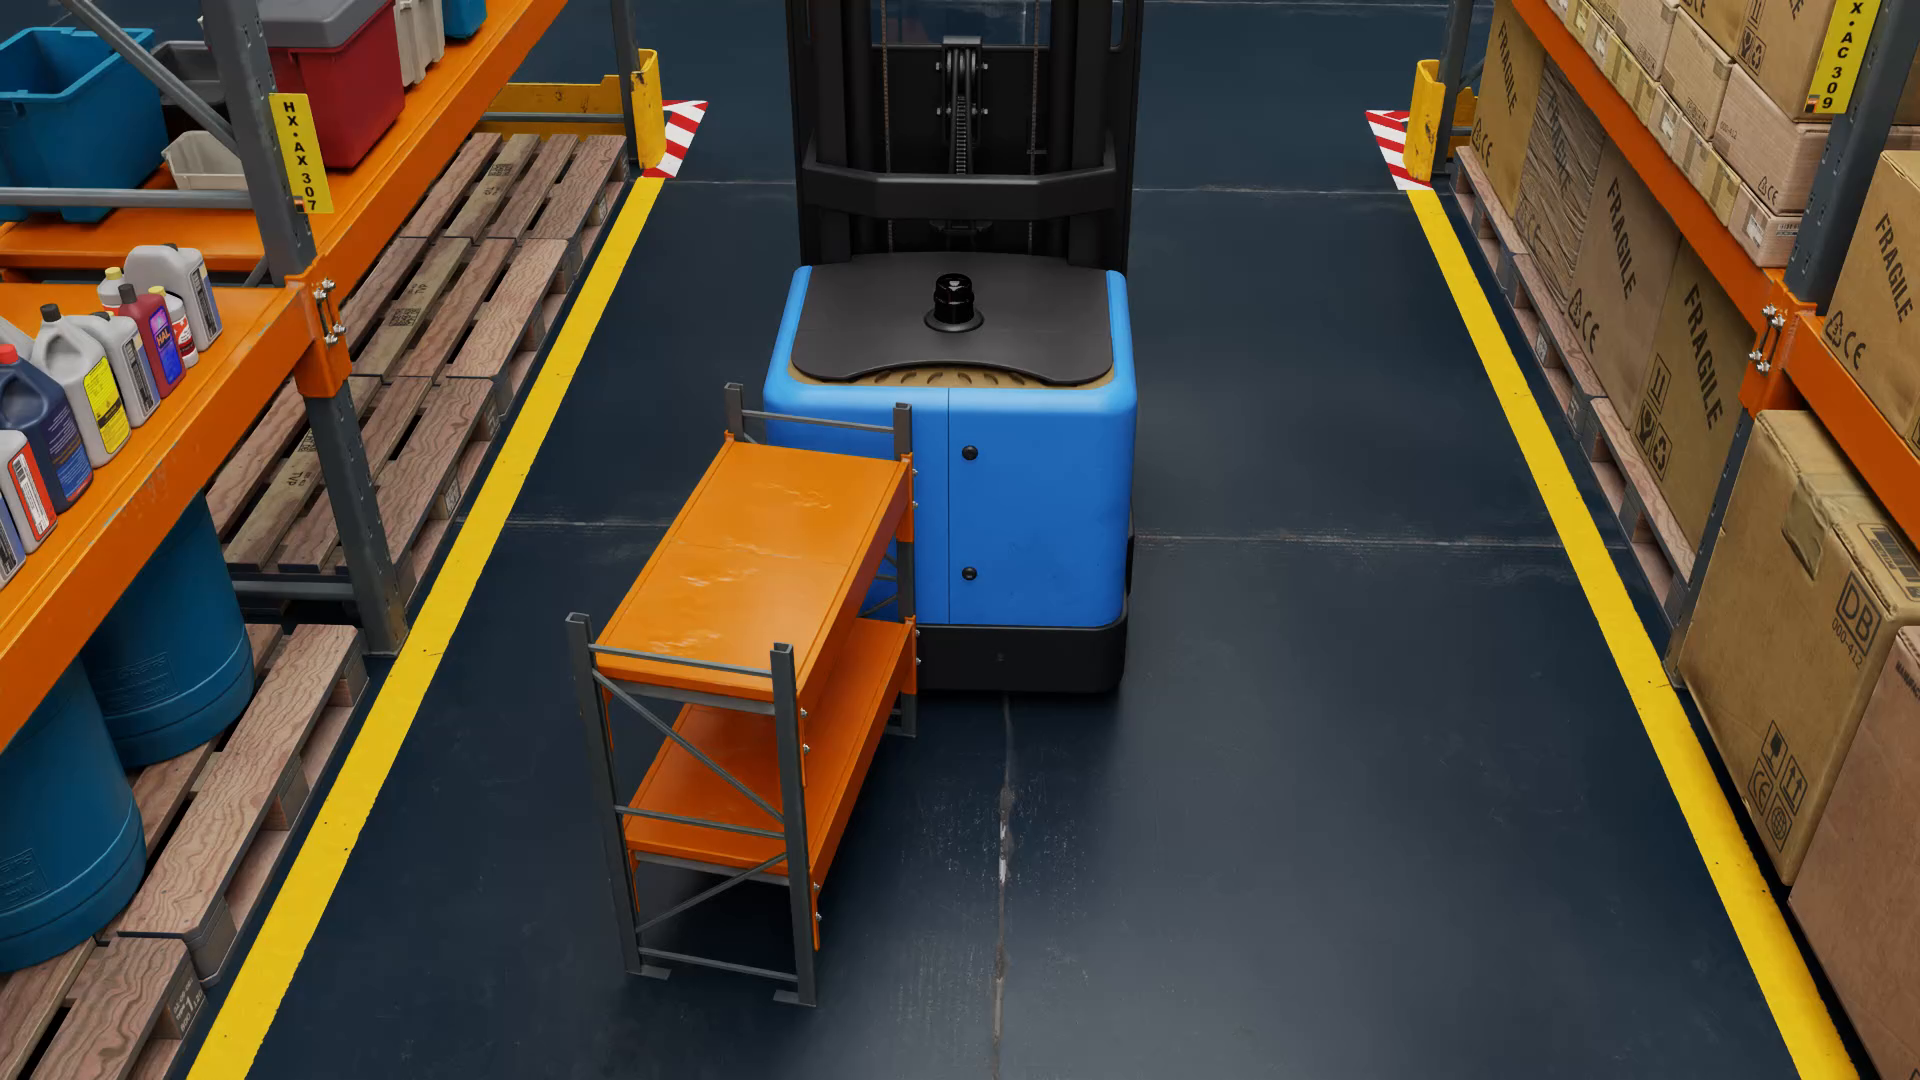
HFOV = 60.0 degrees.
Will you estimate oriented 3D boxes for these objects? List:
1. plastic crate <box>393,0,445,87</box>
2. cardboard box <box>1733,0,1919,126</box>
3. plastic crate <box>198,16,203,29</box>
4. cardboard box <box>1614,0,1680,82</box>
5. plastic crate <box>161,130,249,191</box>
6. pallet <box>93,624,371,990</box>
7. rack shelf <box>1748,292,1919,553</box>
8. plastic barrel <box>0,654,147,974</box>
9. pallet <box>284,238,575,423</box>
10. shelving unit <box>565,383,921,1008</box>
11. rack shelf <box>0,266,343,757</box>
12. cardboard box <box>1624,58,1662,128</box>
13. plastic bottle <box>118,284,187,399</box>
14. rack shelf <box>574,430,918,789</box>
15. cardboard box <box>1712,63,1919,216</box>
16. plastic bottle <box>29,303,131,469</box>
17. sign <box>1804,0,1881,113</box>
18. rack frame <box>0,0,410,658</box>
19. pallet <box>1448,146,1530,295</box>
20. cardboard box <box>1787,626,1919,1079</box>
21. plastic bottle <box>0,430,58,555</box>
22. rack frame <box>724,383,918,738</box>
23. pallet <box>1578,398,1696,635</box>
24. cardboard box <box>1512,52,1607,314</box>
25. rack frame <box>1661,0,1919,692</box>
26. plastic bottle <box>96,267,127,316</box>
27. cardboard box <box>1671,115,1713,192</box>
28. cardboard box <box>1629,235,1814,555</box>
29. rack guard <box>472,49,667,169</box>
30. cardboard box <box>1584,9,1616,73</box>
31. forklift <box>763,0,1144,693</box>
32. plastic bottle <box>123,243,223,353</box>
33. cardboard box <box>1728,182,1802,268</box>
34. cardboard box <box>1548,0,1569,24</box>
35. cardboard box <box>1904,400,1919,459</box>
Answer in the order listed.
[{"bbox_3d":[-2.017,-1.752,5.686,0.437,0.282,0.530,1,35,2],"label":"plastic crate"},{"bbox_3d":[2.438,-1.426,4.390,0.500,0.500,0.500,2,35,3],"label":"cardboard box"},{"bbox_3d":[-2.493,-1.827,5.919,0.293,0.136,0.466,1,35,2],"label":"plastic crate"},{"bbox_3d":[2.481,-1.700,5.431,0.500,0.250,0.500,2,35,3],"label":"cardboard box"},{"bbox_3d":[-2.101,-1.084,4.861,0.396,0.136,0.243,1,35,2],"label":"plastic crate"},{"bbox_3d":[-2.335,0.680,4.599,1.003,0.211,1.213,1,35,2],"label":"pallet"},{"bbox_3d":[2.606,0.654,2.836,1.077,0.370,4.000,1,35,2],"label":"rack shelf"},{"bbox_3d":[-2.330,0.502,3.886,0.600,0.901,0.708,1,35,2],"label":"plastic barrel"},{"bbox_3d":[-2.225,-0.889,6.831,1.003,0.211,1.213,1,35,2],"label":"pallet"},{"bbox_3d":[-0.484,0.370,4.245,0.538,1.125,1.048,7,36,10],"label":"shelving unit"},{"bbox_3d":[-2.343,0.540,2.998,1.077,0.370,4.000,1,35,2],"label":"rack shelf"},{"bbox_3d":[2.412,-1.460,5.437,0.380,0.149,0.250,2,35,3],"label":"cardboard box"},{"bbox_3d":[-1.919,-0.488,3.937,0.061,0.283,0.133,1,35,2],"label":"plastic bottle"},{"bbox_3d":[-0.484,0.131,4.076,0.538,0.278,1.000,7,36,10],"label":"rack shelf"},{"bbox_3d":[2.442,-1.109,4.591,0.500,0.250,0.500,1,35,1],"label":"cardboard box"},{"bbox_3d":[-1.972,-0.347,3.679,0.144,0.351,0.185,1,35,2],"label":"plastic bottle"},{"bbox_3d":[2.132,-1.187,4.009,0.100,0.325,0.005,1,35,2],"label":"sign"},{"bbox_3d":[-2.262,-0.903,4.427,1.000,3.000,0.127,1,35,2],"label":"rack frame"},{"bbox_3d":[2.893,-1.485,7.679,1.003,0.211,1.213,1,35,2],"label":"pallet"},{"bbox_3d":[2.646,0.790,3.500,1.225,0.875,0.875,0,35,0],"label":"cardboard box"},{"bbox_3d":[-1.990,-0.119,3.419,0.152,0.276,0.135,1,35,2],"label":"plastic bottle"},{"bbox_3d":[-0.372,0.085,4.650,0.500,1.125,0.032,7,36,10],"label":"rack frame"},{"bbox_3d":[2.795,-0.083,5.685,1.003,0.211,1.213,1,35,2],"label":"pallet"},{"bbox_3d":[2.865,-1.497,6.754,0.875,0.875,0.875,1,35,2],"label":"cardboard box"},{"bbox_3d":[2.687,-0.789,4.264,1.000,3.000,0.127,1,35,2],"label":"rack frame"},{"bbox_3d":[-2.081,-0.580,4.140,0.097,0.201,0.097,0,35,0],"label":"plastic bottle"},{"bbox_3d":[2.392,-1.164,5.016,0.380,0.149,0.250,1,35,1],"label":"cardboard box"},{"bbox_3d":[2.793,-0.469,5.291,0.875,0.875,0.875,1,35,2],"label":"cardboard box"},{"bbox_3d":[-2.114,-2.193,8.435,1.175,0.500,0.348,1,35,2],"label":"rack guard"},{"bbox_3d":[2.434,-1.753,5.855,0.380,0.149,0.250,2,35,3],"label":"cardboard box"},{"bbox_3d":[0.023,-1.561,5.422,1.130,2.935,3.031,1,35,2],"label":"forklift"},{"bbox_3d":[-1.955,-0.619,4.129,0.152,0.276,0.135,1,35,2],"label":"plastic bottle"},{"bbox_3d":[2.372,-0.869,4.596,0.380,0.149,0.250,2,35,2],"label":"cardboard box"},{"bbox_3d":[2.454,-2.049,6.275,0.380,0.149,0.250,1,35,1],"label":"cardboard box"},{"bbox_3d":[2.399,-0.282,3.456,0.500,0.500,0.500,1,35,2],"label":"cardboard box"}]
